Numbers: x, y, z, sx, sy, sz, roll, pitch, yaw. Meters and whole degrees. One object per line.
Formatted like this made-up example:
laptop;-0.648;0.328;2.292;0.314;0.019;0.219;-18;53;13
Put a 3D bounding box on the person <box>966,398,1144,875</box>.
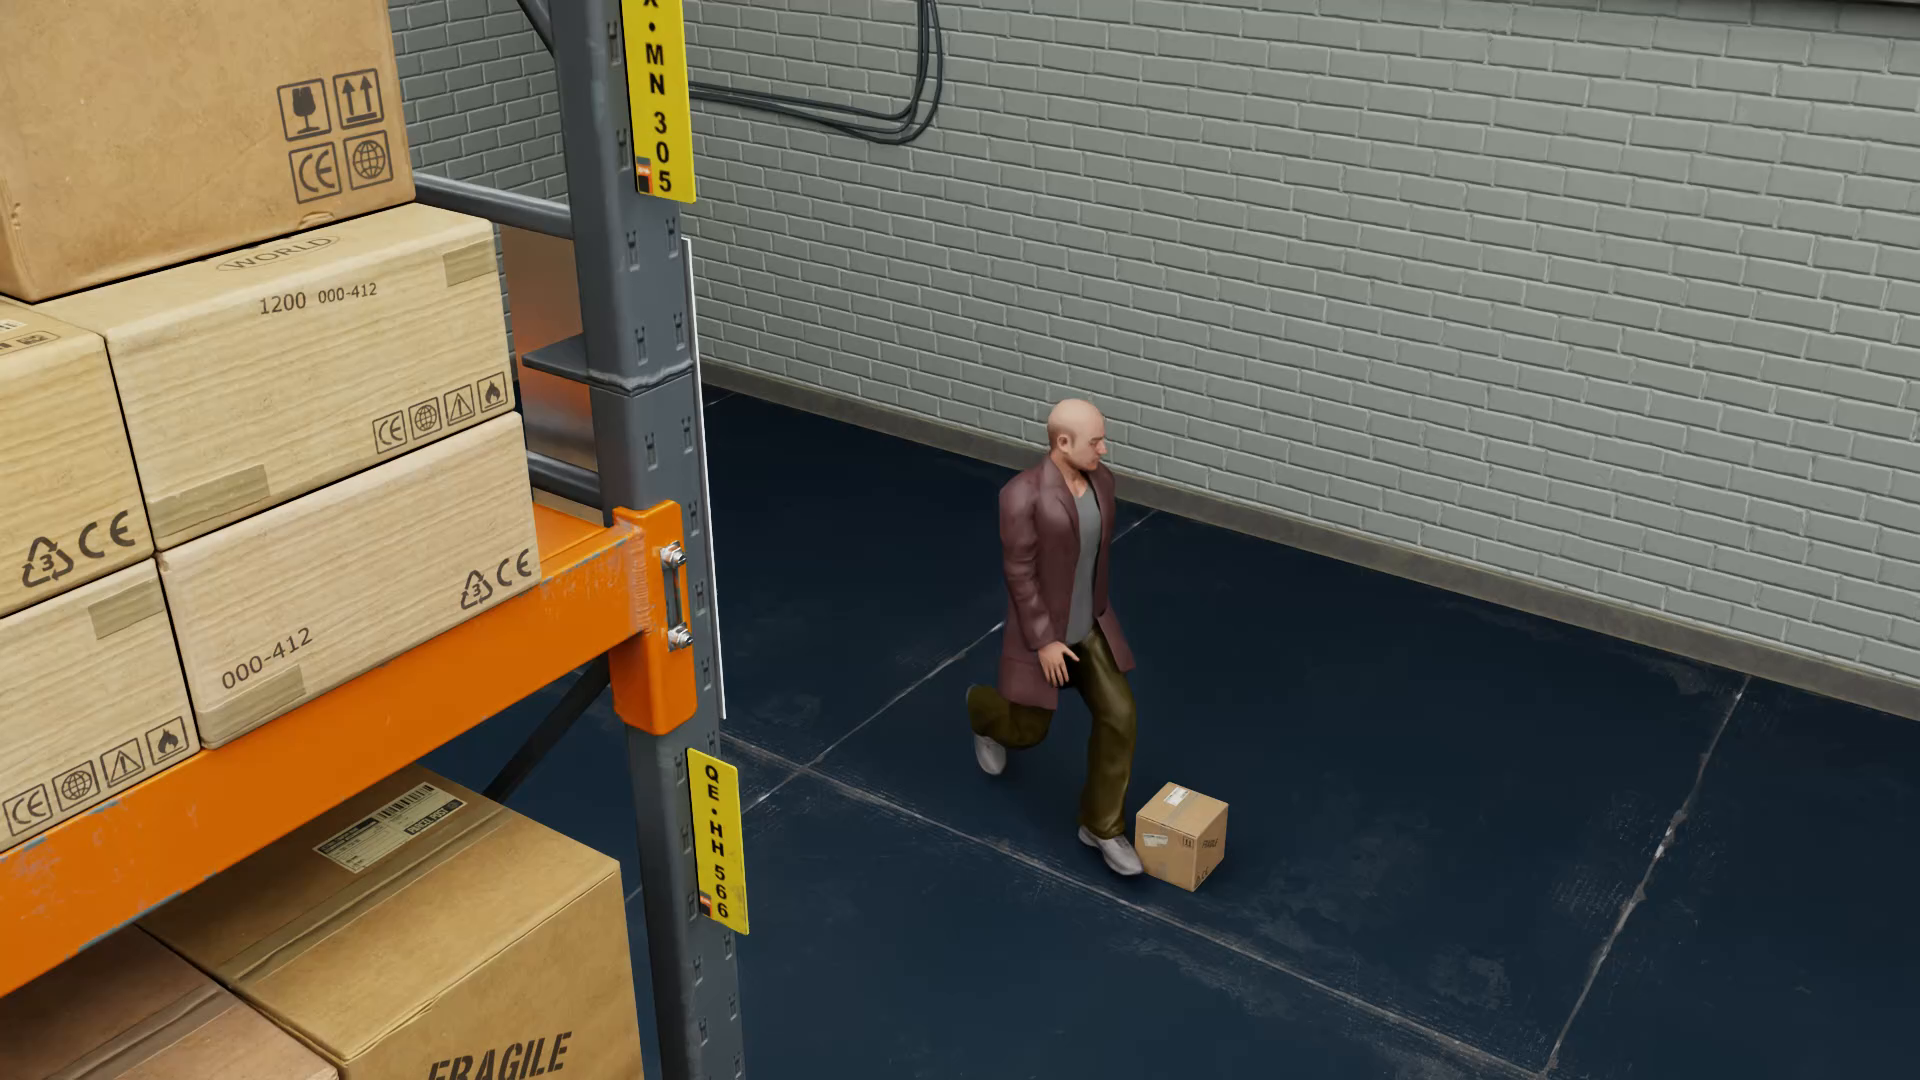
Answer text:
person;0.392;0.303;6.109;0.588;1.691;1.049;-17;31;-30
